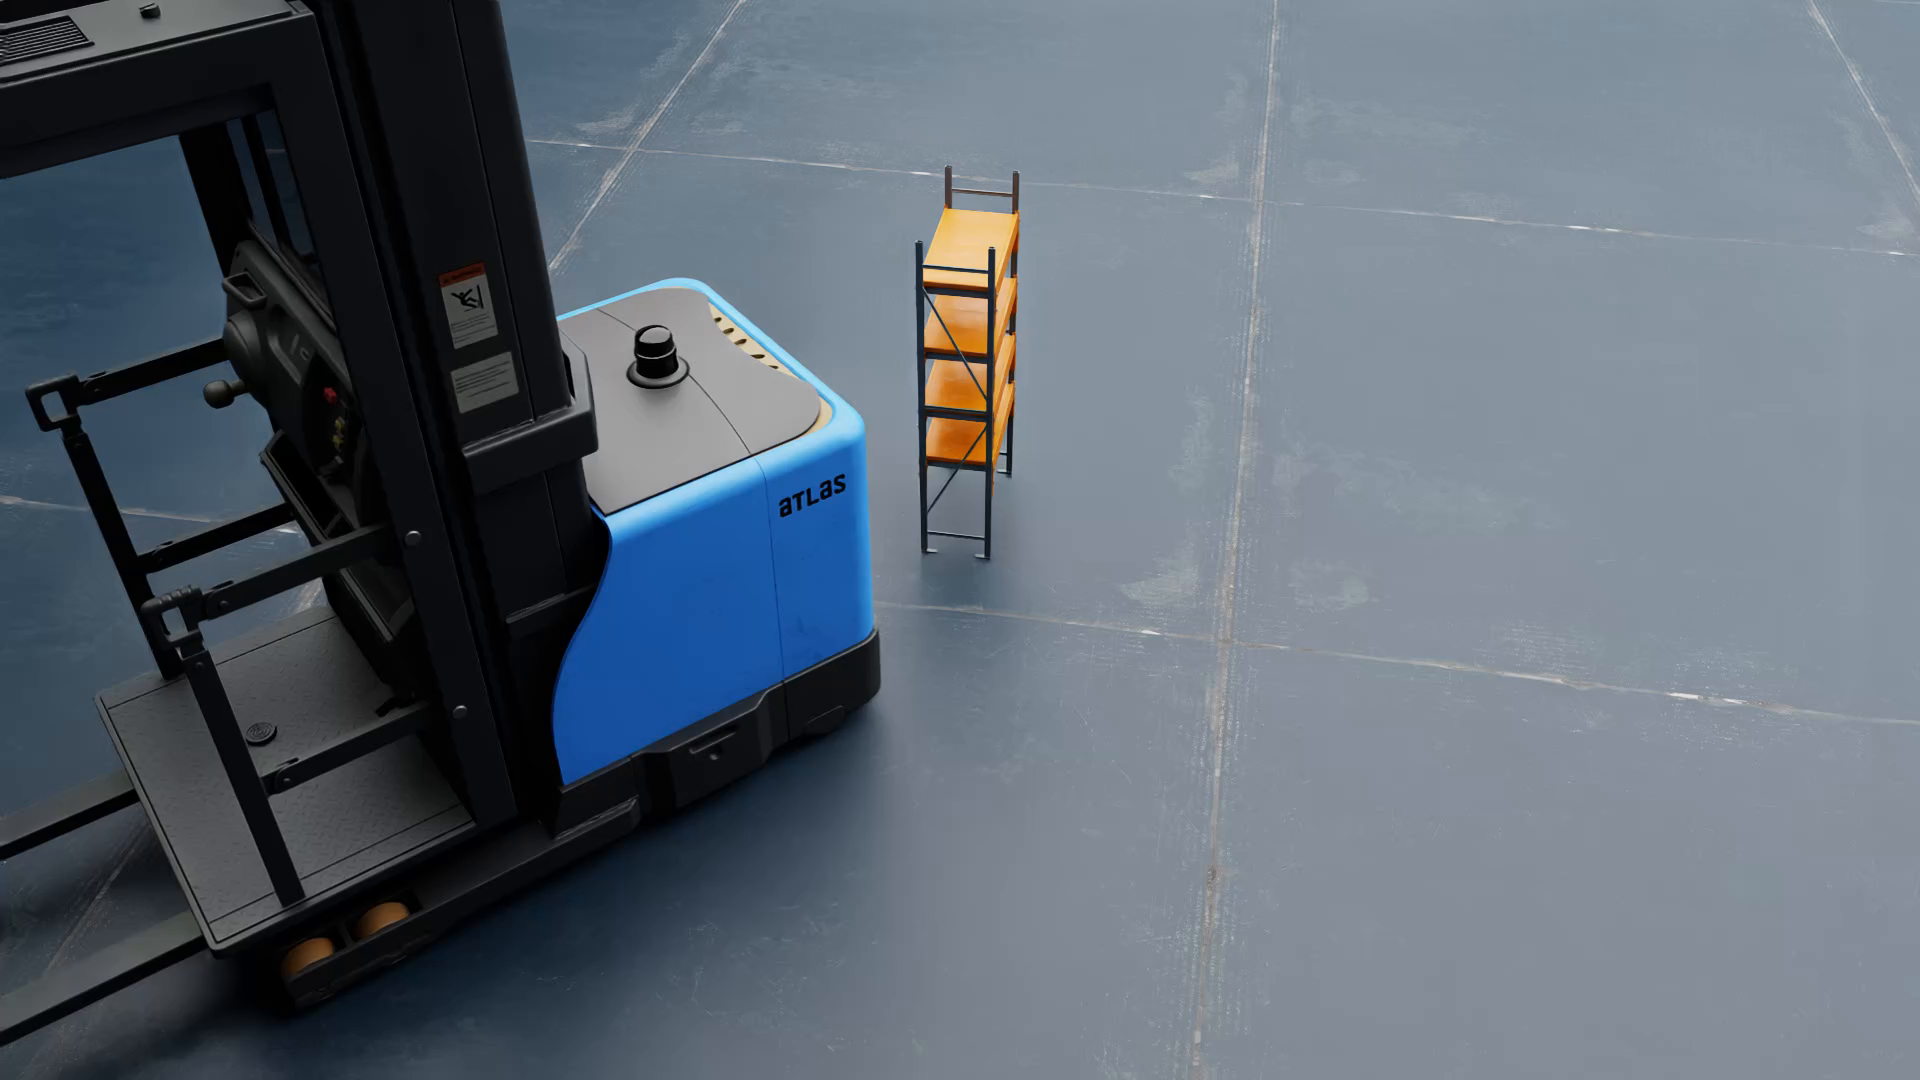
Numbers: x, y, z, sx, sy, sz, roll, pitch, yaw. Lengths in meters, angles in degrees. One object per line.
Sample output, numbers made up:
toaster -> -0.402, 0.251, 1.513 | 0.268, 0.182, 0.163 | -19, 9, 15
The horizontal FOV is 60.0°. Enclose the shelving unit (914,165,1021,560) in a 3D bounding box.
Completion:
shelving unit -> 0.029, -0.566, 5.493 | 0.258, 1.200, 0.503 | 6, 40, 8

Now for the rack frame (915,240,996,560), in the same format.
rack frame -> -0.014, -0.413, 5.308 | 0.240, 1.200, 0.015 | 6, 40, 8

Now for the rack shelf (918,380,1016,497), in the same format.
rack shelf -> 0.029, -0.361, 5.663 | 0.258, 0.148, 0.480 | 6, 40, 8

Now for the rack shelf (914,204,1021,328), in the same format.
rack shelf -> 0.029, -0.869, 5.243 | 0.258, 0.148, 0.480 | 6, 40, 8

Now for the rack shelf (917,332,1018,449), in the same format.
rack shelf -> 0.029, -0.514, 5.536 | 0.258, 0.148, 0.480 | 6, 40, 8

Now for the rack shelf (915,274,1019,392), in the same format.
rack shelf -> 0.029, -0.687, 5.394 | 0.258, 0.148, 0.480 | 6, 40, 8

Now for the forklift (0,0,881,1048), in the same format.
forklift -> -1.731, -0.320, 3.837 | 3.031, 2.935, 1.130 | -25, 46, -27

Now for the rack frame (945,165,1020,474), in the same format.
rack frame -> 0.071, -0.719, 5.679 | 0.240, 1.200, 0.015 | 6, 40, 8
